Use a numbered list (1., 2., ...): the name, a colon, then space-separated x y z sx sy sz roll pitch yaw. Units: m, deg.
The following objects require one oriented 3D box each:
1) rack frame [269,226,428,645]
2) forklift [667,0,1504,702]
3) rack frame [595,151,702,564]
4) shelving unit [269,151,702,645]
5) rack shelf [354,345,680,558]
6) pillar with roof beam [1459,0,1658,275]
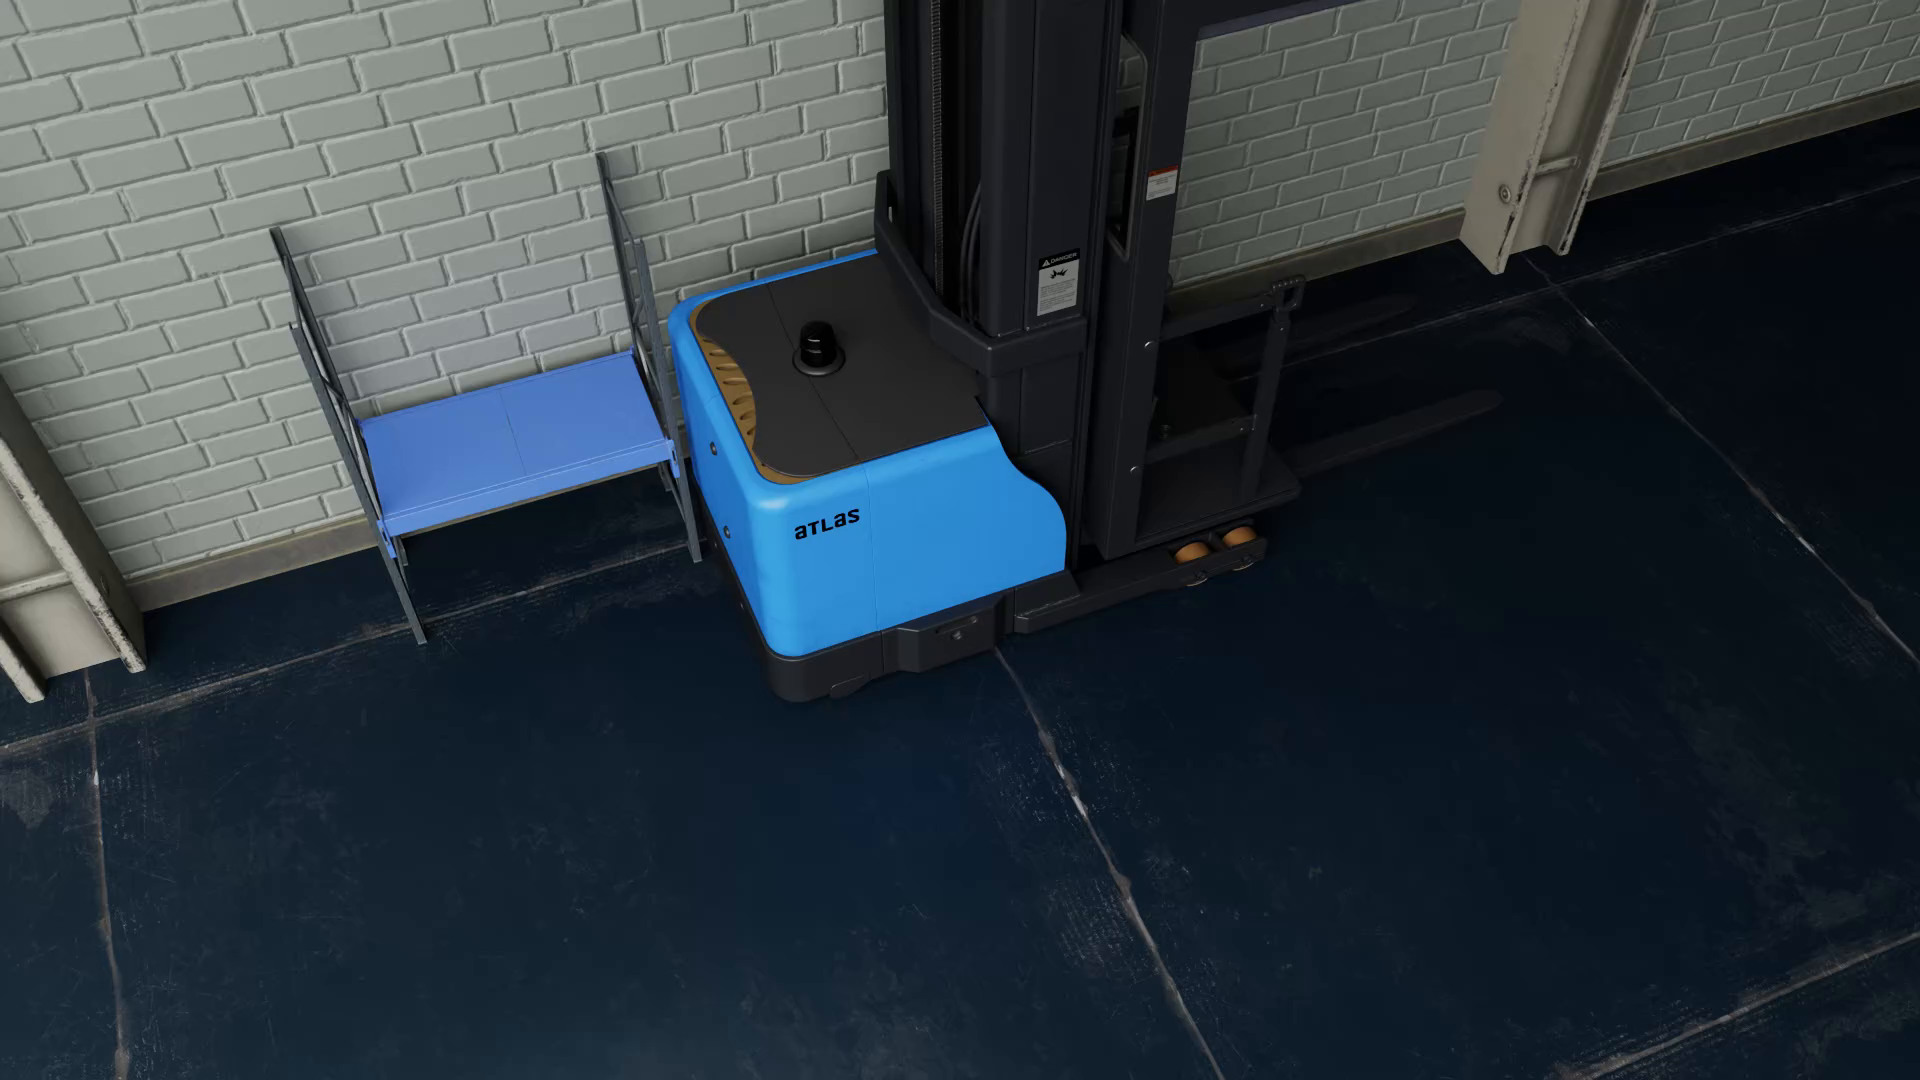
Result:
1. rack frame: -2.008 -0.294 5.514 0.032 1.500 0.500 -17 51 -14
2. forklift: 0.581 -1.140 5.297 3.031 2.935 1.130 -18 52 -15
3. rack frame: -1.065 -0.582 5.761 0.032 1.500 0.500 -17 51 -14
4. shelving unit: -1.537 -0.438 5.637 1.048 1.500 0.538 -17 51 -14
5. rack shelf: -1.537 -0.320 5.774 1.000 0.185 0.538 -17 51 -14
6. pillar with roof beam: 4.077 -1.227 1.372 0.400 9.000 9.100 -17 52 -14
